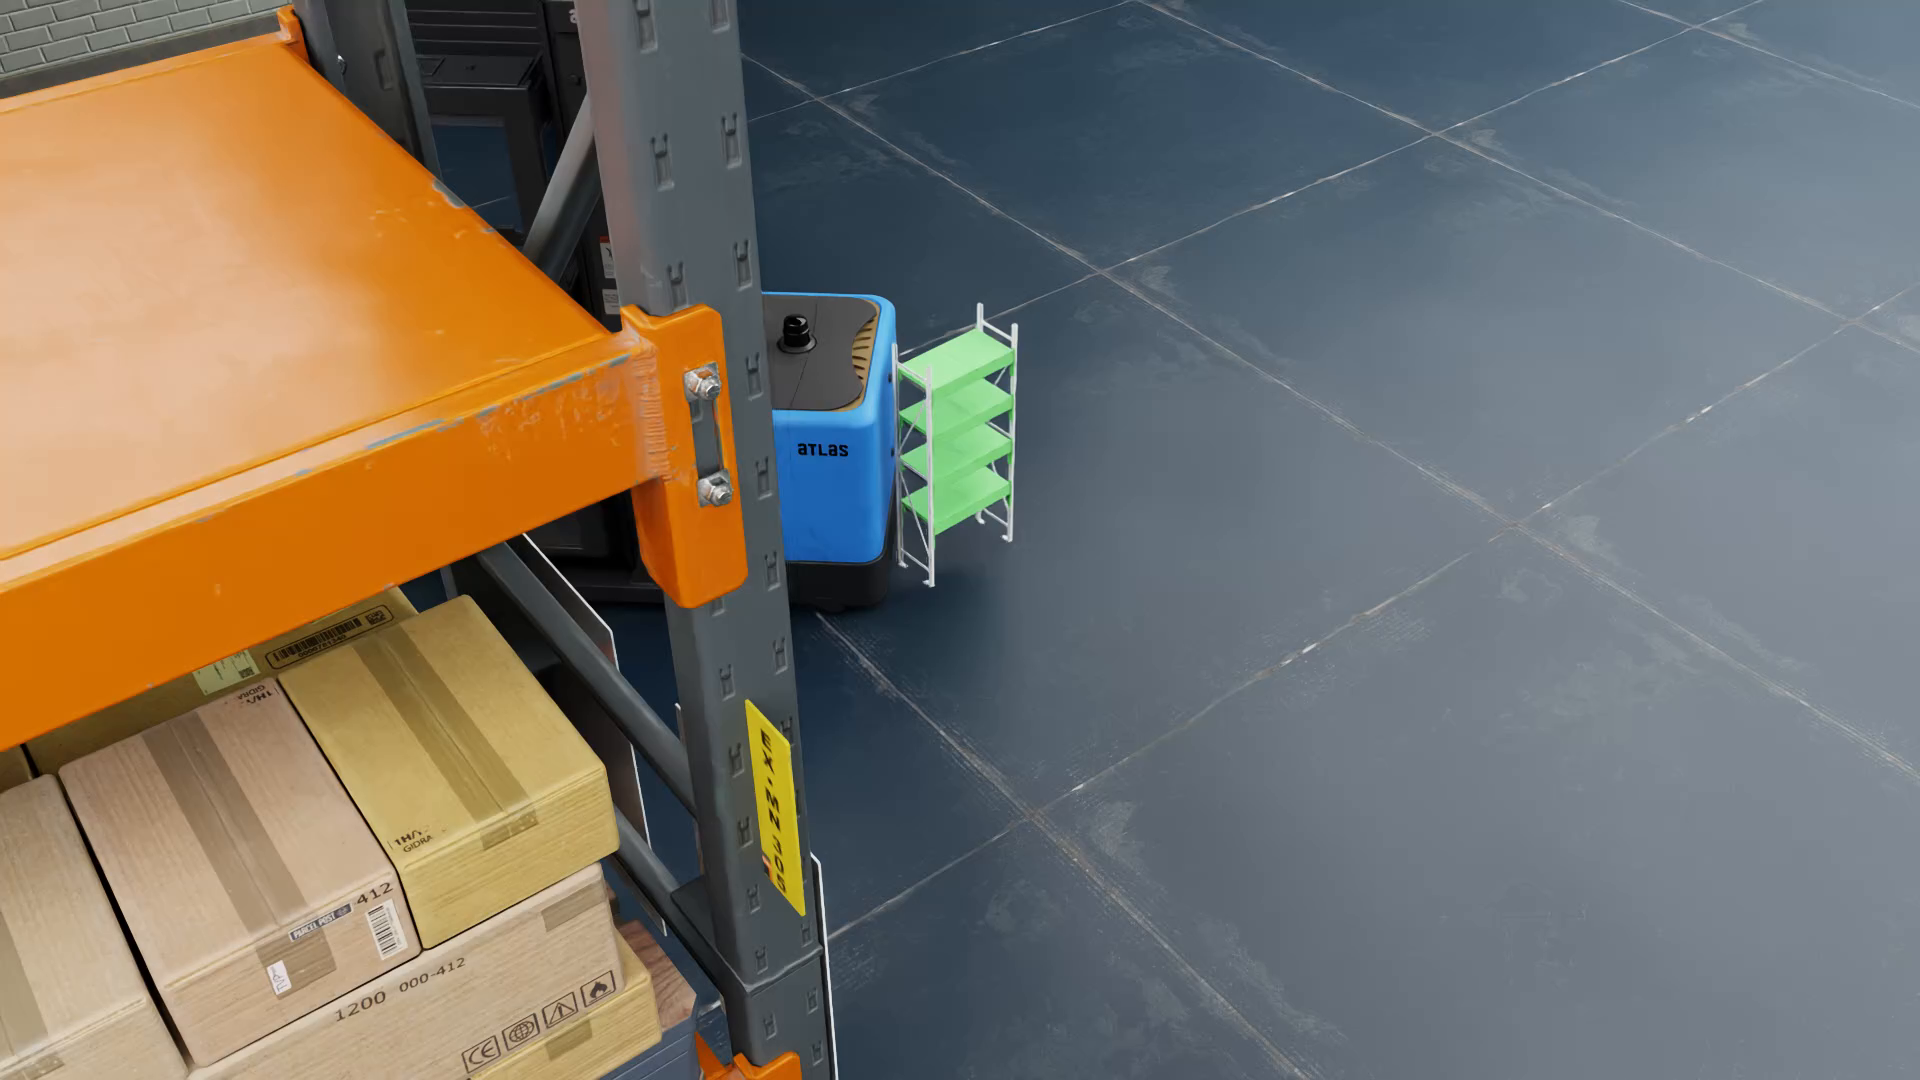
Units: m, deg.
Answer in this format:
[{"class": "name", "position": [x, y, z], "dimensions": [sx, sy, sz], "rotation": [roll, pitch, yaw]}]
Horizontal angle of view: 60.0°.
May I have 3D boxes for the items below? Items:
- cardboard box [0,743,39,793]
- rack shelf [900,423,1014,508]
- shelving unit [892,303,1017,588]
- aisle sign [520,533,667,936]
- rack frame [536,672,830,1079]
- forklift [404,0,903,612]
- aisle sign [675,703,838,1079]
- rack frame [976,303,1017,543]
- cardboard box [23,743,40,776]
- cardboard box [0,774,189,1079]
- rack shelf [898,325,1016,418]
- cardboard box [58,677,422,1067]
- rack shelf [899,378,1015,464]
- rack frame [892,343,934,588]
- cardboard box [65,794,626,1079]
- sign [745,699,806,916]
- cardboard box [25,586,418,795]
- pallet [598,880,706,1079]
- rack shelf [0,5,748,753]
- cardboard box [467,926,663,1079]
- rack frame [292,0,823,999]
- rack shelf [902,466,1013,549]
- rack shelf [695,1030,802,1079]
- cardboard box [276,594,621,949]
[{"class": "cardboard box", "position": [-1.494, 0.372, 2.174], "dimensions": [0.500, 0.250, 0.500], "rotation": [-27, 46, -29]}, {"class": "rack shelf", "position": [-0.021, -0.359, 7.475], "dimensions": [0.480, 0.148, 0.258], "rotation": [-30, 48, -31]}, {"class": "shelving unit", "position": [-0.021, -0.408, 7.435], "dimensions": [0.503, 1.200, 0.258], "rotation": [-30, 48, -31]}, {"class": "aisle sign", "position": [-0.680, 0.352, 3.040], "dimensions": [0.004, 0.787, 0.394], "rotation": [-26, 46, -28]}, {"class": "rack frame", "position": [-0.554, 1.535, 3.647], "dimensions": [0.127, 3.000, 1.000], "rotation": [-26, 46, -28]}, {"class": "forklift", "position": [-1.818, -1.167, 6.995], "dimensions": [3.031, 2.935, 1.130], "rotation": [2, 39, 3]}, {"class": "aisle sign", "position": [-0.315, 0.653, 2.672], "dimensions": [0.004, 0.787, 0.394], "rotation": [-26, 46, -28]}, {"class": "rack frame", "position": [0.161, -0.511, 7.561], "dimensions": [0.015, 1.200, 0.240], "rotation": [-30, 48, -31]}, {"class": "cardboard box", "position": [-1.421, 0.438, 2.407], "dimensions": [0.250, 0.149, 0.380], "rotation": [-26, 46, -28]}, {"class": "cardboard box", "position": [-1.016, 0.459, 1.754], "dimensions": [0.250, 0.149, 0.380], "rotation": [-25, 46, -27]}, {"class": "rack shelf", "position": [-0.021, -0.730, 7.171], "dimensions": [0.480, 0.148, 0.258], "rotation": [-30, 48, -31]}, {"class": "cardboard box", "position": [-0.813, 0.360, 1.874], "dimensions": [0.250, 0.149, 0.380], "rotation": [-26, 46, -28]}, {"class": "rack shelf", "position": [-0.021, -0.544, 7.323], "dimensions": [0.480, 0.148, 0.258], "rotation": [-30, 48, -31]}, {"class": "rack frame", "position": [-0.203, -0.305, 7.309], "dimensions": [0.015, 1.200, 0.240], "rotation": [-30, 48, -31]}, {"class": "cardboard box", "position": [-0.771, 0.447, 2.082], "dimensions": [0.500, 0.250, 0.500], "rotation": [-25, 46, -28]}, {"class": "sign", "position": [-0.234, 0.342, 2.101], "dimensions": [0.005, 0.325, 0.100], "rotation": [-26, 46, -28]}, {"class": "cardboard box", "position": [-1.093, 0.175, 2.414], "dimensions": [0.500, 0.250, 0.500], "rotation": [-26, 46, -28]}, {"class": "pallet", "position": [-1.135, 0.702, 2.368], "dimensions": [1.213, 0.211, 1.003], "rotation": [-26, 46, -28]}, {"class": "rack shelf", "position": [-2.139, 0.421, 1.157], "dimensions": [4.000, 0.370, 1.077], "rotation": [-26, 46, -28]}, {"class": "cardboard box", "position": [-0.611, 0.570, 2.246], "dimensions": [0.250, 0.149, 0.380], "rotation": [-26, 46, -28]}, {"class": "rack frame", "position": [-0.554, -0.784, 1.745], "dimensions": [0.127, 3.000, 1.000], "rotation": [-26, 46, -28]}, {"class": "rack shelf", "position": [-0.021, -0.173, 7.628], "dimensions": [0.480, 0.148, 0.258], "rotation": [-30, 48, -31]}, {"class": "rack shelf", "position": [-2.139, 1.426, 1.982], "dimensions": [4.000, 0.370, 1.077], "rotation": [-26, 46, -28]}, {"class": "cardboard box", "position": [-0.614, 0.264, 1.991], "dimensions": [0.250, 0.149, 0.380], "rotation": [-26, 46, -28]}]
